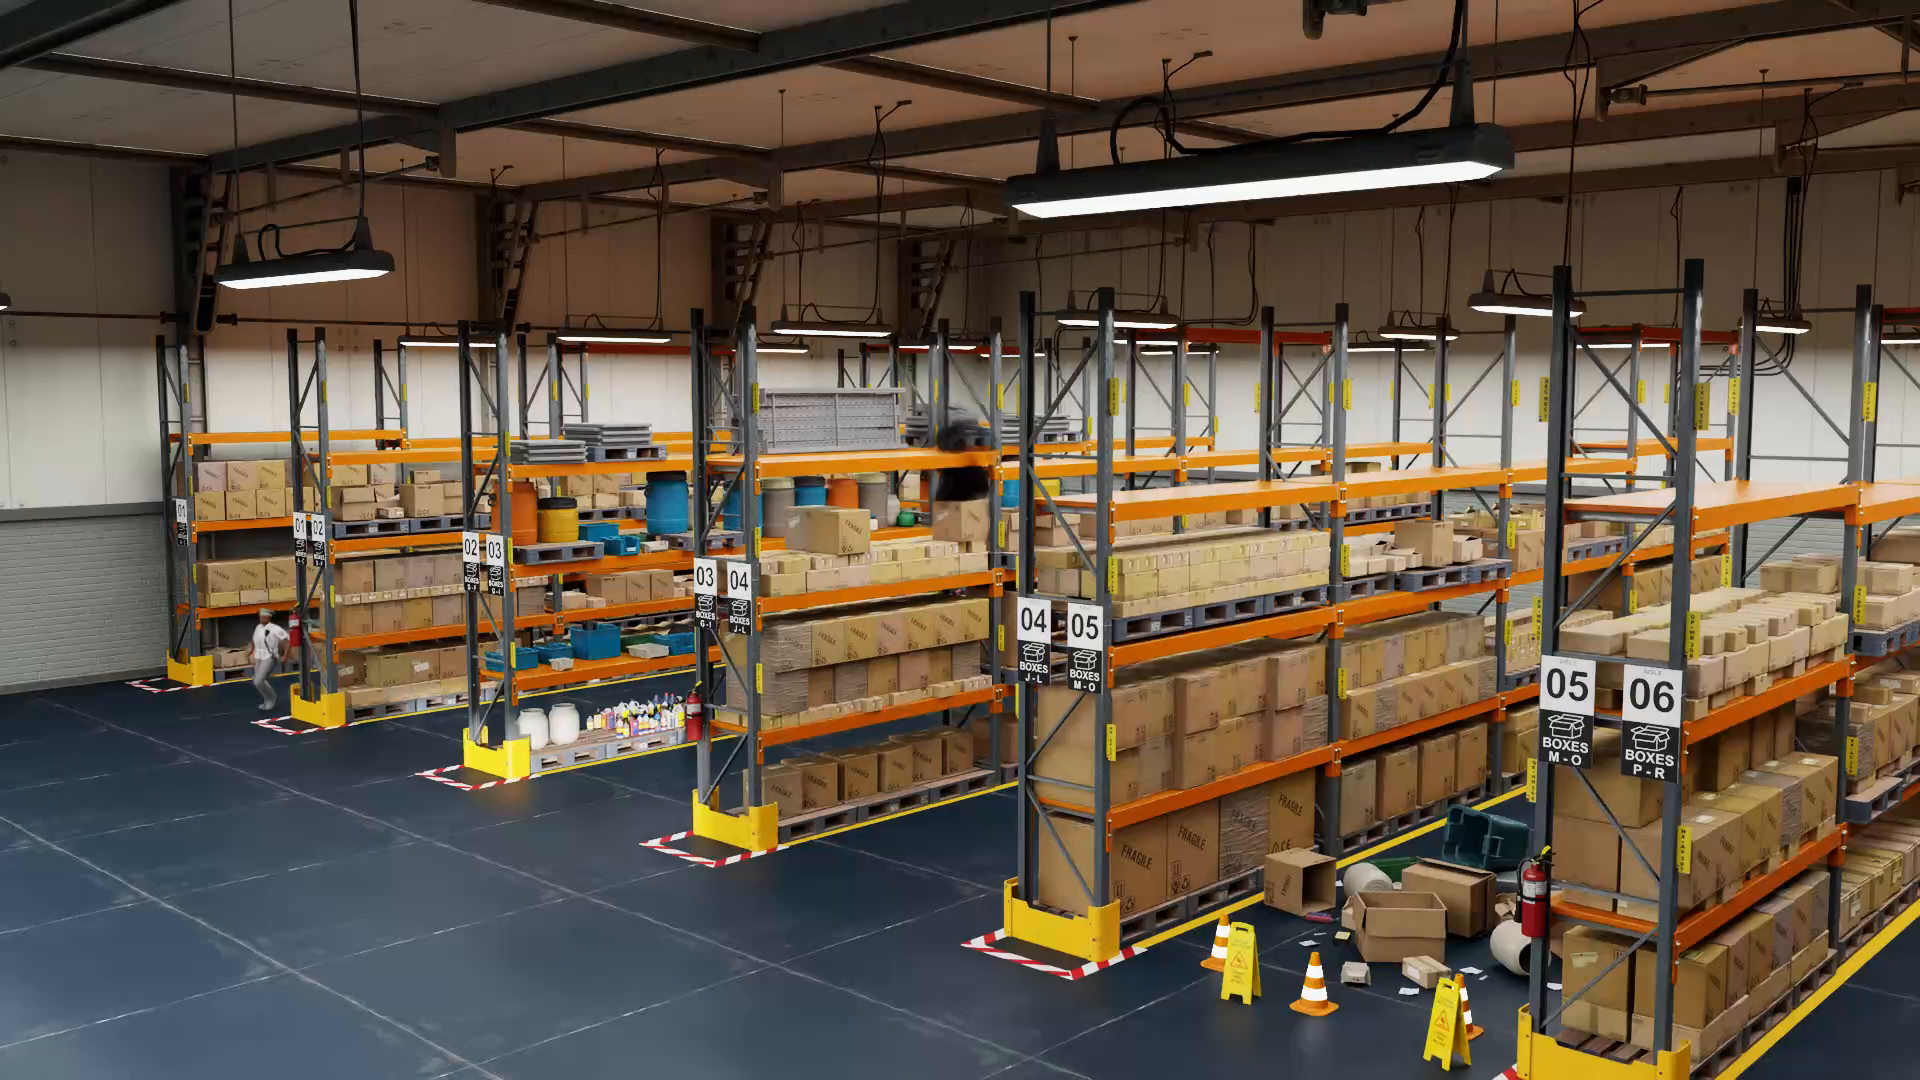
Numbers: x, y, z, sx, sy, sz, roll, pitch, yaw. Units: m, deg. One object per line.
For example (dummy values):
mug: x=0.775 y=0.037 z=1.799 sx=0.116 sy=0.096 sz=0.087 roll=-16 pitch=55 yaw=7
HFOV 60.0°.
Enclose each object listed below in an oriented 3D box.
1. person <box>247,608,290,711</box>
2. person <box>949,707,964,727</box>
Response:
person: x=-10.914 y=1.882 z=26.198 sx=0.638 sy=1.662 sz=0.589 roll=2 pitch=6 yaw=23
person: x=-0.180 y=2.022 z=24.029 sx=0.644 sy=1.779 sz=0.954 roll=3 pitch=6 yaw=33
